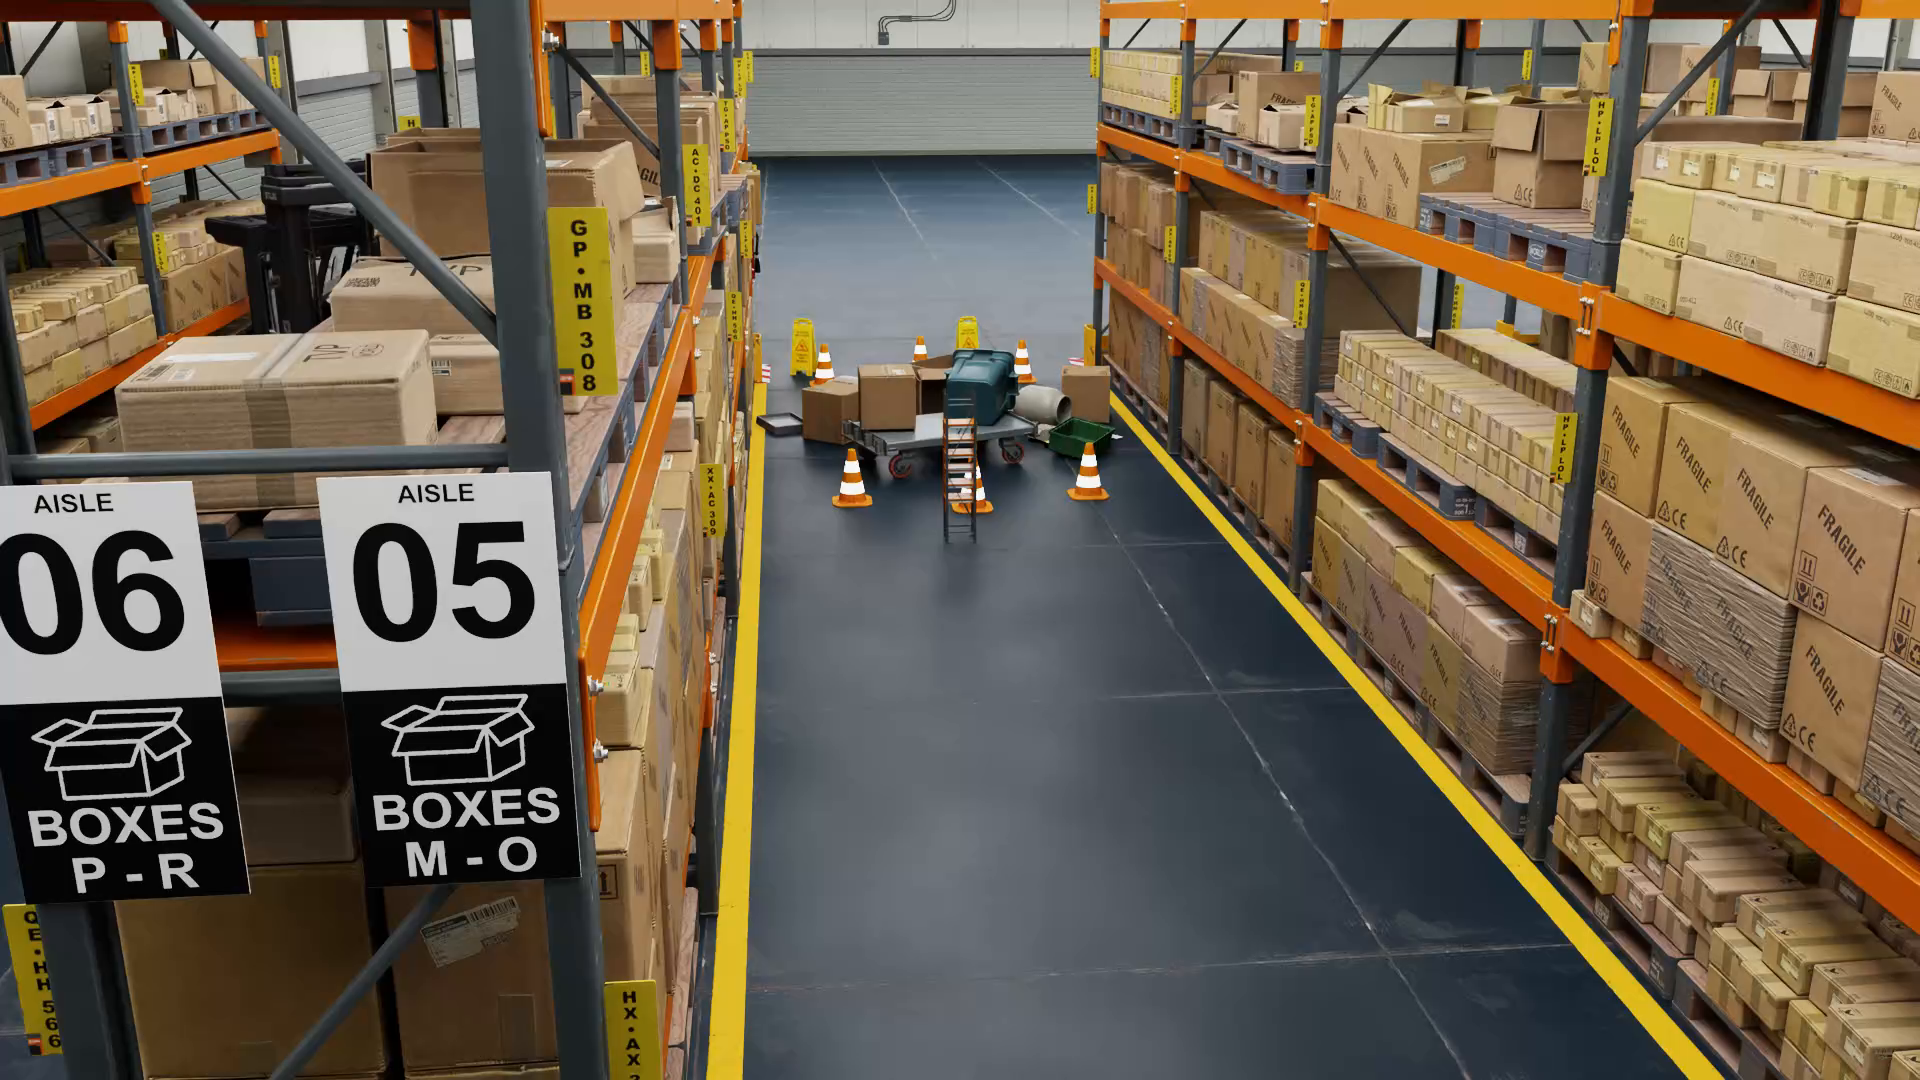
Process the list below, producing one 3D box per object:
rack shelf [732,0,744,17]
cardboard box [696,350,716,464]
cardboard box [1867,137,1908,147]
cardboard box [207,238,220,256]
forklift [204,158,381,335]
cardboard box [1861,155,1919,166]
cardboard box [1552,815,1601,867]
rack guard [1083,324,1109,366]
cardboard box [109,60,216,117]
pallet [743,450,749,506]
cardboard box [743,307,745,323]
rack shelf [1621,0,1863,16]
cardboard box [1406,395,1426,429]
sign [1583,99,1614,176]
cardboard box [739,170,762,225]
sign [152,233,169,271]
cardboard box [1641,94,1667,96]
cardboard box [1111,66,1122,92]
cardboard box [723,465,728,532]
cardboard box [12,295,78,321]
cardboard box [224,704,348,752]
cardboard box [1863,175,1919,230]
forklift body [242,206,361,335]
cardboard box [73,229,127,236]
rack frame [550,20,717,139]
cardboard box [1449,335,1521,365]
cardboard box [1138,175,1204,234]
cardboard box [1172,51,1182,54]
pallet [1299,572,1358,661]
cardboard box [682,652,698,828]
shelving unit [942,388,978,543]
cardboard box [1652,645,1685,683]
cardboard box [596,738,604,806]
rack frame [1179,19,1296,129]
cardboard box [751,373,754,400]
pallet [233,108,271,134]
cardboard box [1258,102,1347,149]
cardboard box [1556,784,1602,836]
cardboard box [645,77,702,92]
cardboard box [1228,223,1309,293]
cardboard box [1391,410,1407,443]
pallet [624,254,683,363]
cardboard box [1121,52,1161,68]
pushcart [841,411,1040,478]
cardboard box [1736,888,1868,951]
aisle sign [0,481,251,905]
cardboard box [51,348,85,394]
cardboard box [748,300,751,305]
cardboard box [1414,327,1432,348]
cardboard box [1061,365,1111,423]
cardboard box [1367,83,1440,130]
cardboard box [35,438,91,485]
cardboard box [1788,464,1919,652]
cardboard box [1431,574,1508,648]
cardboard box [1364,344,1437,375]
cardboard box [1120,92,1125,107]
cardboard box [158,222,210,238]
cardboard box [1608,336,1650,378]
[{"bbox_3d":[-2.648,-5.197,15.914,1.077,0.370,4.000,-2,18,-6],"label":"rack shelf"},{"bbox_3d":[-1.505,-0.665,8.452,0.500,0.500,0.500,-2,18,-7],"label":"cardboard box"},{"bbox_3d":[7.422,-2.989,12.932,0.500,0.250,0.500,-1,17,-4],"label":"cardboard box"},{"bbox_3d":[-7.253,-2.772,15.748,0.380,0.149,0.250,-2,18,-7],"label":"cardboard box"},{"bbox_3d":[-5.057,-1.489,13.026,3.031,2.935,1.130,16,23,41],"label":"forklift"},{"bbox_3d":[3.615,-1.355,6.227,0.380,0.149,0.250,-1,17,-4],"label":"cardboard box"},{"bbox_3d":[3.015,1.395,7.784,0.380,0.149,0.250,-3,18,-8],"label":"cardboard box"},{"bbox_3d":[2.057,-2.273,19.582,1.175,0.500,0.348,-2,18,-6],"label":"rack guard"},{"bbox_3d":[-7.474,-4.241,15.631,0.797,0.503,0.637,-1,17,-4],"label":"cardboard box"},{"bbox_3d":[-2.360,-0.521,14.485,1.003,0.211,1.213,-2,18,-6],"label":"pallet"},{"bbox_3d":[-2.155,-2.068,15.174,0.380,0.149,0.250,-2,18,-6],"label":"cardboard box"},{"bbox_3d":[3.503,-1.805,5.109,1.077,0.370,4.000,-2,18,-6],"label":"rack shelf"},{"bbox_3d":[2.869,-0.764,9.823,0.380,0.149,0.250,-2,18,-6],"label":"cardboard box"},{"bbox_3d":[2.745,-1.731,7.153,0.100,0.325,0.005,-2,18,-6],"label":"sign"},{"bbox_3d":[-2.384,-3.497,16.975,0.700,0.500,0.500,-2,18,-6],"label":"cardboard box"},{"bbox_3d":[-6.840,-2.463,14.215,0.100,0.325,0.005,-2,18,-6],"label":"sign"},{"bbox_3d":[7.014,-4.503,17.090,0.380,0.149,0.250,-2,18,-8],"label":"cardboard box"},{"bbox_3d":[1.907,-4.905,17.671,0.500,0.250,0.500,-2,18,-6],"label":"cardboard box"},{"bbox_3d":[-1.533,-0.224,9.134,0.500,0.250,0.500,-2,18,-7],"label":"cardboard box"},{"bbox_3d":[-6.857,-1.735,12.446,0.380,0.149,0.250,-2,18,-7],"label":"cardboard box"},{"bbox_3d":[-1.490,0.482,3.716,0.380,0.149,0.250,-1,17,-5],"label":"cardboard box"},{"bbox_3d":[3.214,-1.107,5.437,0.380,0.149,0.250,-2,18,-7],"label":"cardboard box"},{"bbox_3d":[-5.781,-2.207,16.617,2.313,2.155,1.214,-2,18,-6],"label":"forklift body"},{"bbox_3d":[-7.825,-2.741,15.154,0.380,0.149,0.250,-2,18,-7],"label":"cardboard box"},{"bbox_3d":[-2.029,-3.754,10.112,1.000,3.000,0.127,-2,18,-6],"label":"rack frame"},{"bbox_3d":[3.415,-1.233,10.820,0.380,0.149,0.250,-2,18,-6],"label":"cardboard box"},{"bbox_3d":[2.314,-3.447,17.097,0.875,0.550,0.500,-2,18,-6],"label":"cardboard box"},{"bbox_3d":[2.482,-5.158,17.810,0.380,0.149,0.250,-1,17,-5],"label":"cardboard box"},{"bbox_3d":[2.963,0.488,11.269,1.003,0.211,1.213,-2,18,-6],"label":"pallet"},{"bbox_3d":[-1.189,0.685,5.821,0.500,0.500,0.500,-2,18,-6],"label":"cardboard box"},{"bbox_3d":[-0.002,-0.577,13.011,0.258,1.200,0.189,-2,18,-6],"label":"shelving unit"},{"bbox_3d":[3.181,0.484,7.048,0.380,0.149,0.250,-3,18,-8],"label":"cardboard box"},{"bbox_3d":[-0.965,0.543,3.520,0.380,0.149,0.250,-1,17,-4],"label":"cardboard box"},{"bbox_3d":[2.472,-5.129,14.491,1.000,3.000,0.127,-2,18,-6],"label":"rack frame"},{"bbox_3d":[-2.398,-1.621,17.222,0.500,0.250,0.500,-2,18,-8],"label":"cardboard box"},{"bbox_3d":[-7.744,-4.298,17.001,1.003,0.211,1.213,-2,18,-6],"label":"pallet"},{"bbox_3d":[2.478,-3.014,12.042,0.500,0.311,0.500,-2,18,-6],"label":"cardboard box"},{"bbox_3d":[3.016,1.253,7.741,0.380,0.149,0.250,-1,17,-3],"label":"cardboard box"},{"bbox_3d":[-2.128,-3.410,12.738,0.500,0.250,0.500,-1,17,-5],"label":"cardboard box"},{"bbox_3d":[2.636,-2.340,13.786,0.700,0.500,0.500,-2,18,-5],"label":"cardboard box"},{"bbox_3d":[2.845,-0.696,10.104,0.380,0.149,0.250,-1,17,-4],"label":"cardboard box"},{"bbox_3d":[-1.542,-0.845,6.001,1.003,0.211,1.213,-2,18,-6],"label":"pallet"},{"bbox_3d":[1.881,-4.986,17.263,0.380,0.149,0.250,-2,18,-7],"label":"cardboard box"},{"bbox_3d":[-0.179,-0.918,15.471,1.648,0.377,0.936,-8,19,-25],"label":"pushcart"},{"bbox_3d":[3.276,1.494,6.477,0.380,0.149,0.250,-3,18,-8],"label":"cardboard box"},{"bbox_3d":[-1.505,0.282,2.930,0.394,0.787,0.004,-2,18,-6],"label":"aisle sign"},{"bbox_3d":[-6.927,-1.263,12.444,0.500,0.250,0.500,-1,17,-4],"label":"cardboard box"},{"bbox_3d":[-2.385,-2.418,17.426,0.380,0.149,0.250,-1,17,-5],"label":"cardboard box"},{"bbox_3d":[3.107,-1.265,12.031,0.500,0.500,0.500,-2,17,-5],"label":"cardboard box"},{"bbox_3d":[1.291,-1.506,17.135,0.500,0.500,0.500,1,17,4],"label":"cardboard box"},{"bbox_3d":[2.705,-2.636,10.114,0.396,0.266,0.258,-2,18,-6],"label":"cardboard box"},{"bbox_3d":[-7.161,-0.386,12.662,0.875,0.625,0.625,-3,18,-8],"label":"cardboard box"},{"bbox_3d":[3.242,0.050,5.677,0.500,0.500,0.500,-2,18,-8],"label":"cardboard box"},{"bbox_3d":[2.929,0.384,9.167,0.500,0.250,0.500,-1,17,-3],"label":"cardboard box"},{"bbox_3d":[2.791,-1.142,10.533,0.380,0.149,0.250,-2,18,-6],"label":"cardboard box"},{"bbox_3d":[1.880,-4.605,17.380,0.380,0.149,0.250,-2,18,-5],"label":"cardboard box"},{"bbox_3d":[-7.328,-2.914,15.704,0.380,0.149,0.250,-2,18,-6],"label":"cardboard box"},{"bbox_3d":[7.205,-1.871,17.601,0.500,0.500,0.500,-3,18,-11],"label":"cardboard box"}]
